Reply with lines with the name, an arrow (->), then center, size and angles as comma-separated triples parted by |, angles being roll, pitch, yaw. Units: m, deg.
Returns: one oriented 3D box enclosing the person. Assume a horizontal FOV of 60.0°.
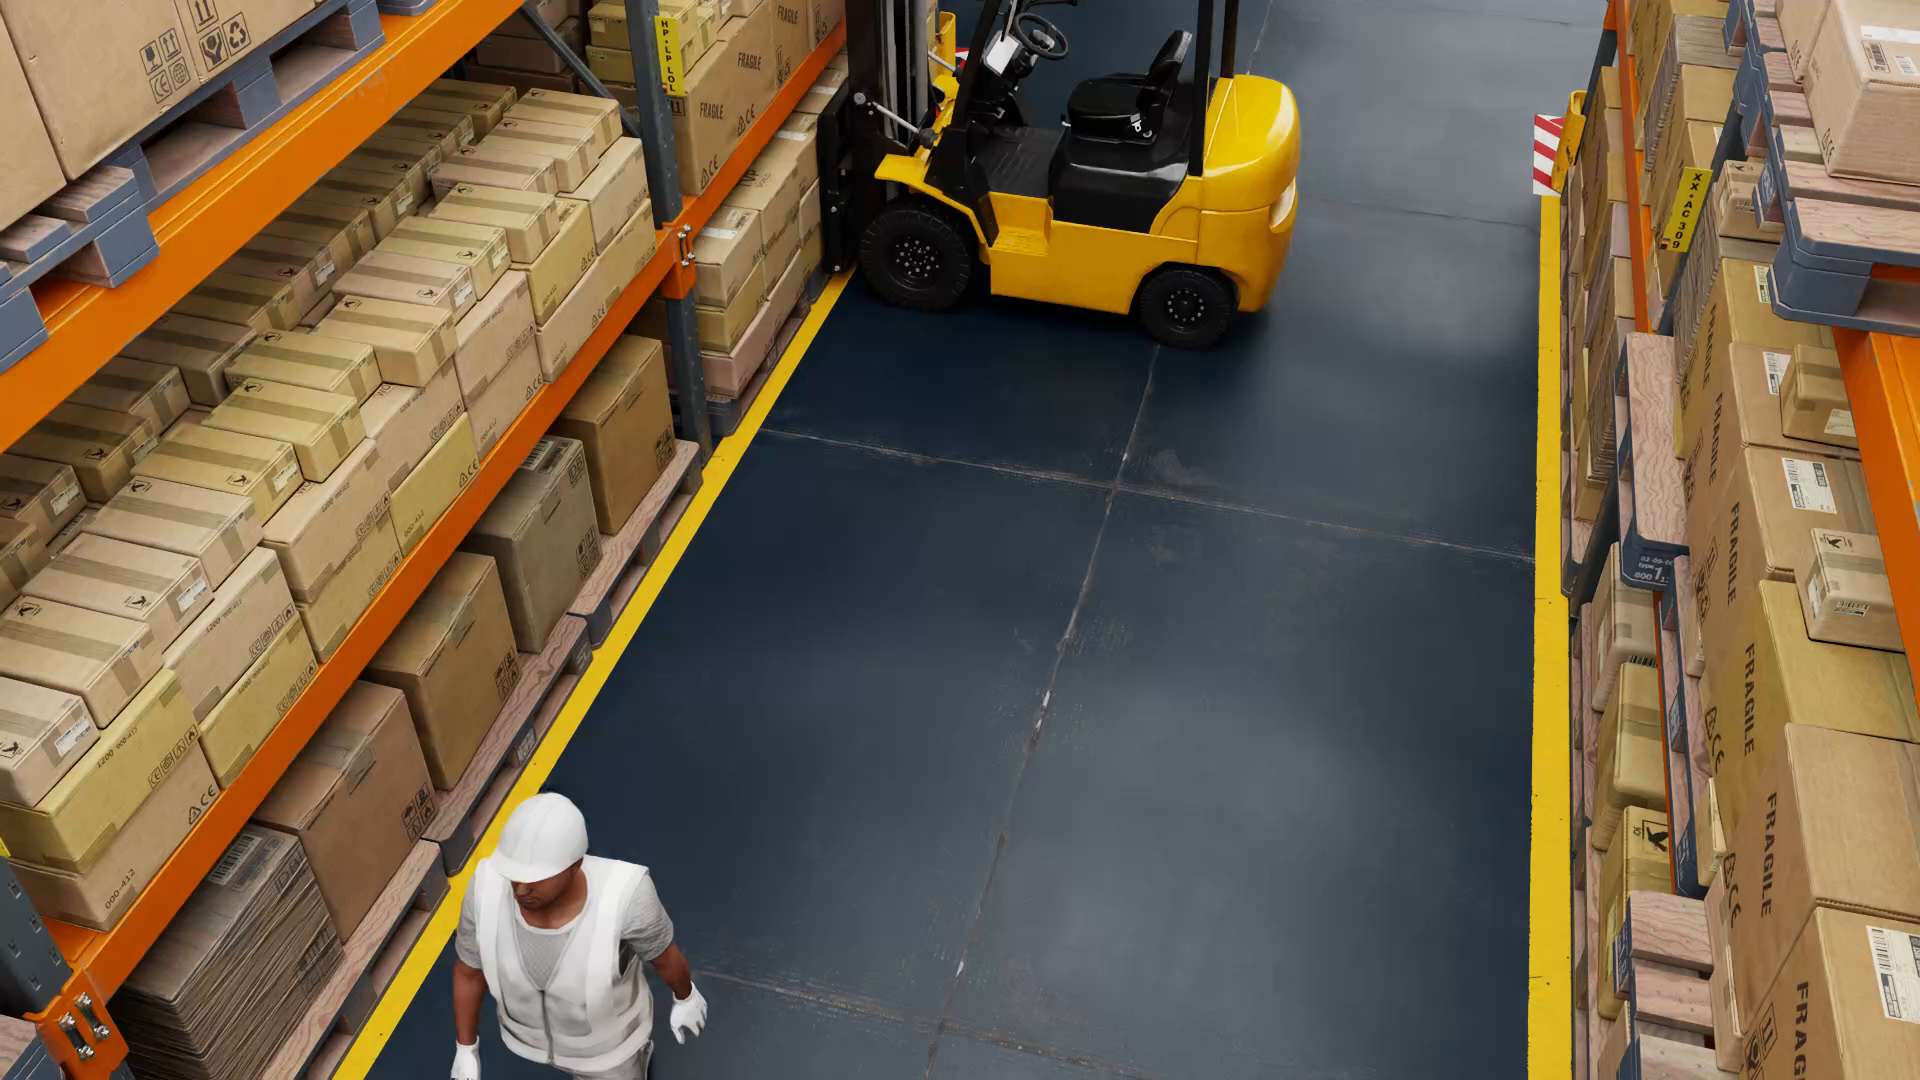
person -> -1.068, 1.373, 4.534 | 0.599, 1.724, 1.074 | 9, 41, 10
